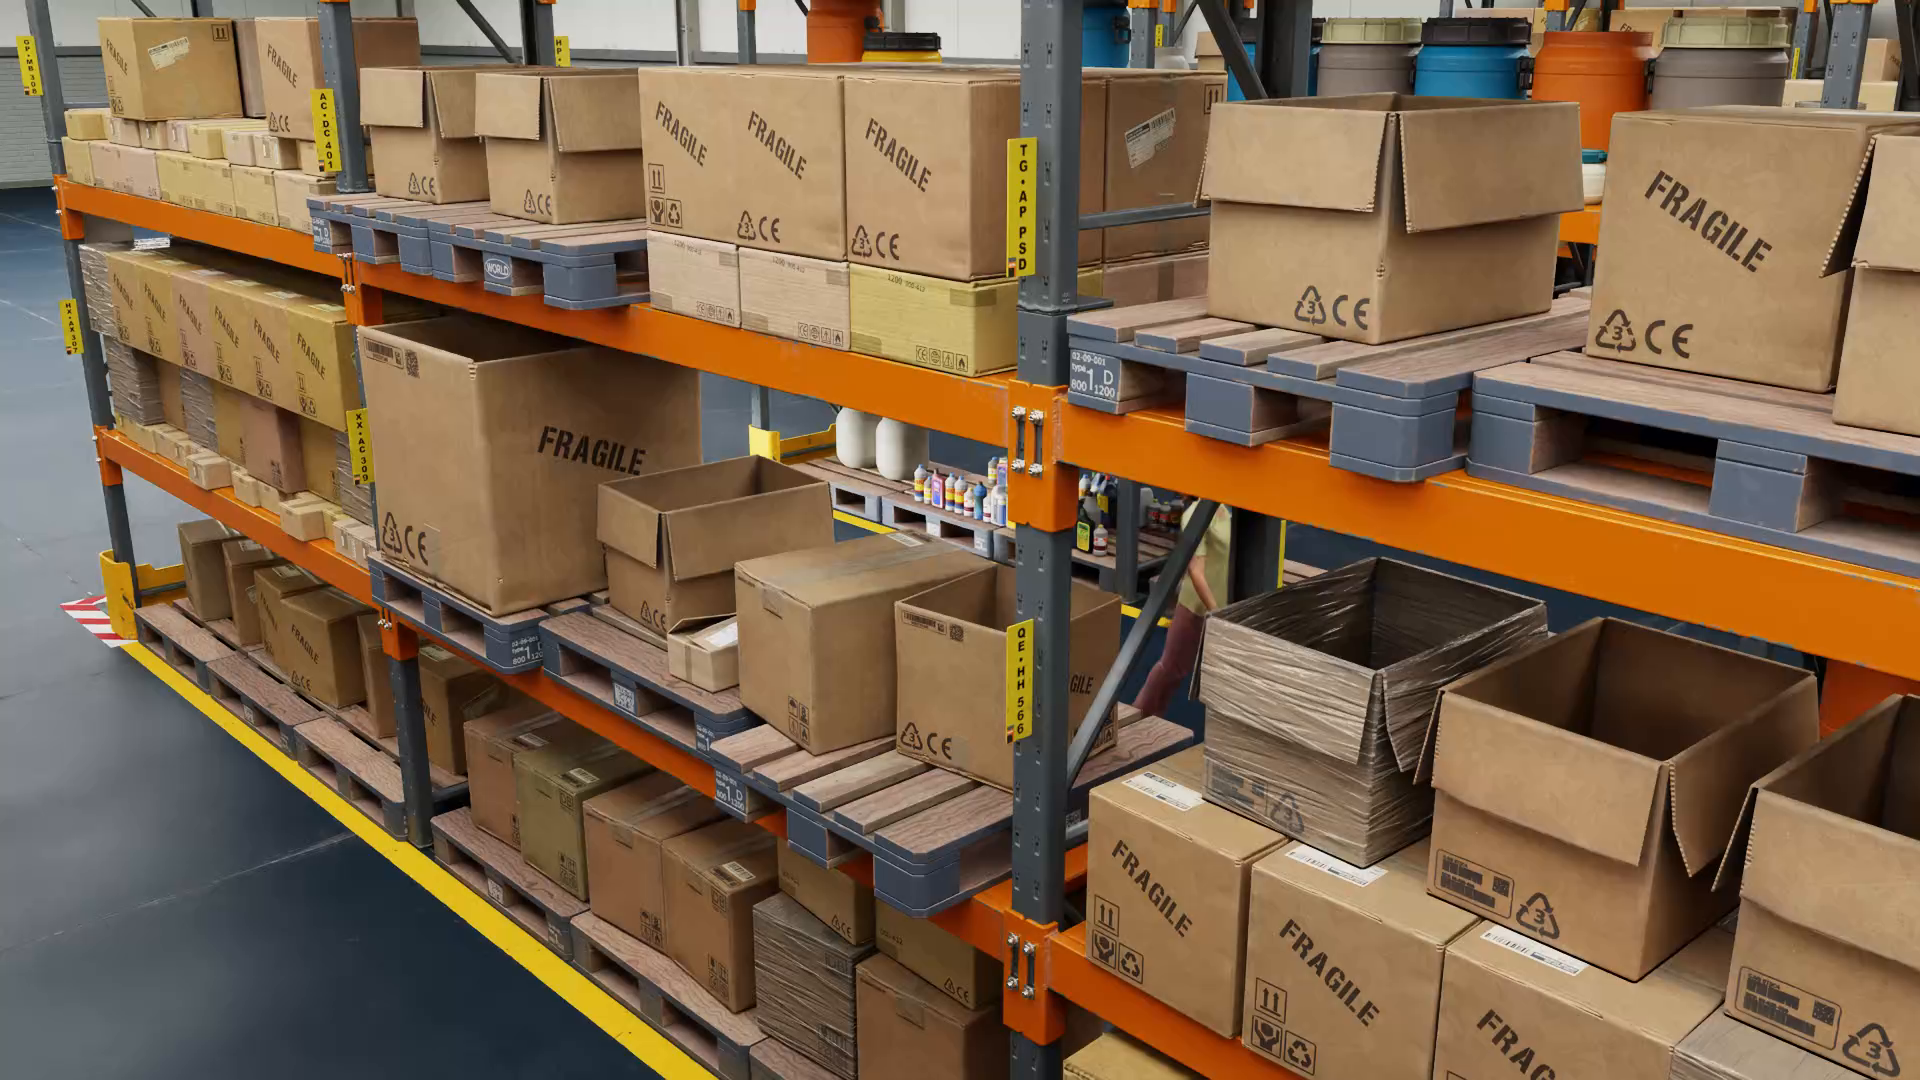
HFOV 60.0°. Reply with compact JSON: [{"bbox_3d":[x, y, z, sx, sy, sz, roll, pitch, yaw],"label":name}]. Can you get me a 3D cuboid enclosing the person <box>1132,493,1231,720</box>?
[{"bbox_3d":[1.327,0.342,8.421,1.022,1.606,0.464,11,21,32],"label":"person"}]
